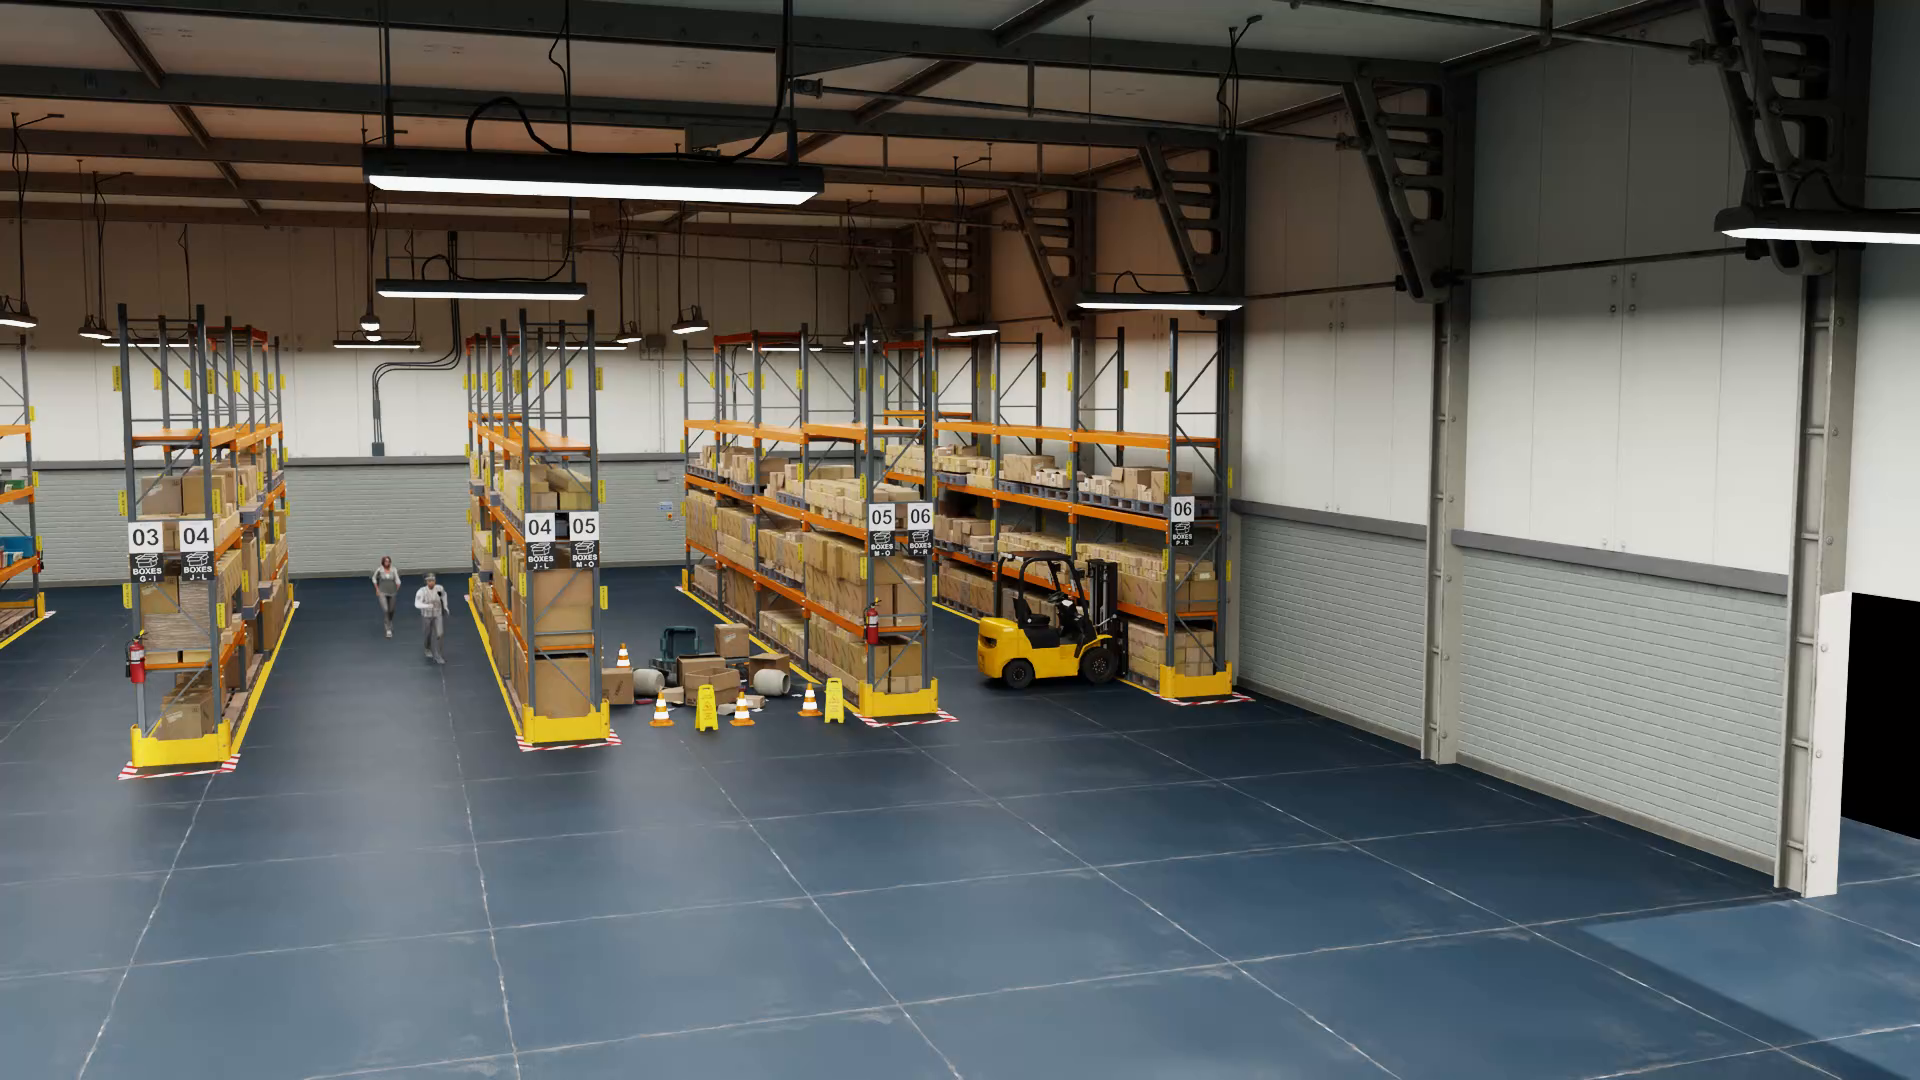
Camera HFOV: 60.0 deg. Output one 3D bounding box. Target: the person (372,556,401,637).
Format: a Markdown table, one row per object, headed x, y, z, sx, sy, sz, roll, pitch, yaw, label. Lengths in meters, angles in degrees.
| x | y | z | sx | sy | sz | roll | pitch | yaw | label |
| --- | --- | --- | --- | --- | --- | --- | --- | --- | --- |
| -11.373 | 1.093 | 32.987 | 0.519 | 1.590 | 0.847 | -3 | 6 | -27 | person |

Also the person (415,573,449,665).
| x | y | z | sx | sy | sz | roll | pitch | yaw | label |
| --- | --- | --- | --- | --- | --- | --- | --- | --- | --- |
| -9.413 | 1.378 | 29.659 | 0.597 | 1.658 | 0.942 | -2 | 6 | -22 | person |
